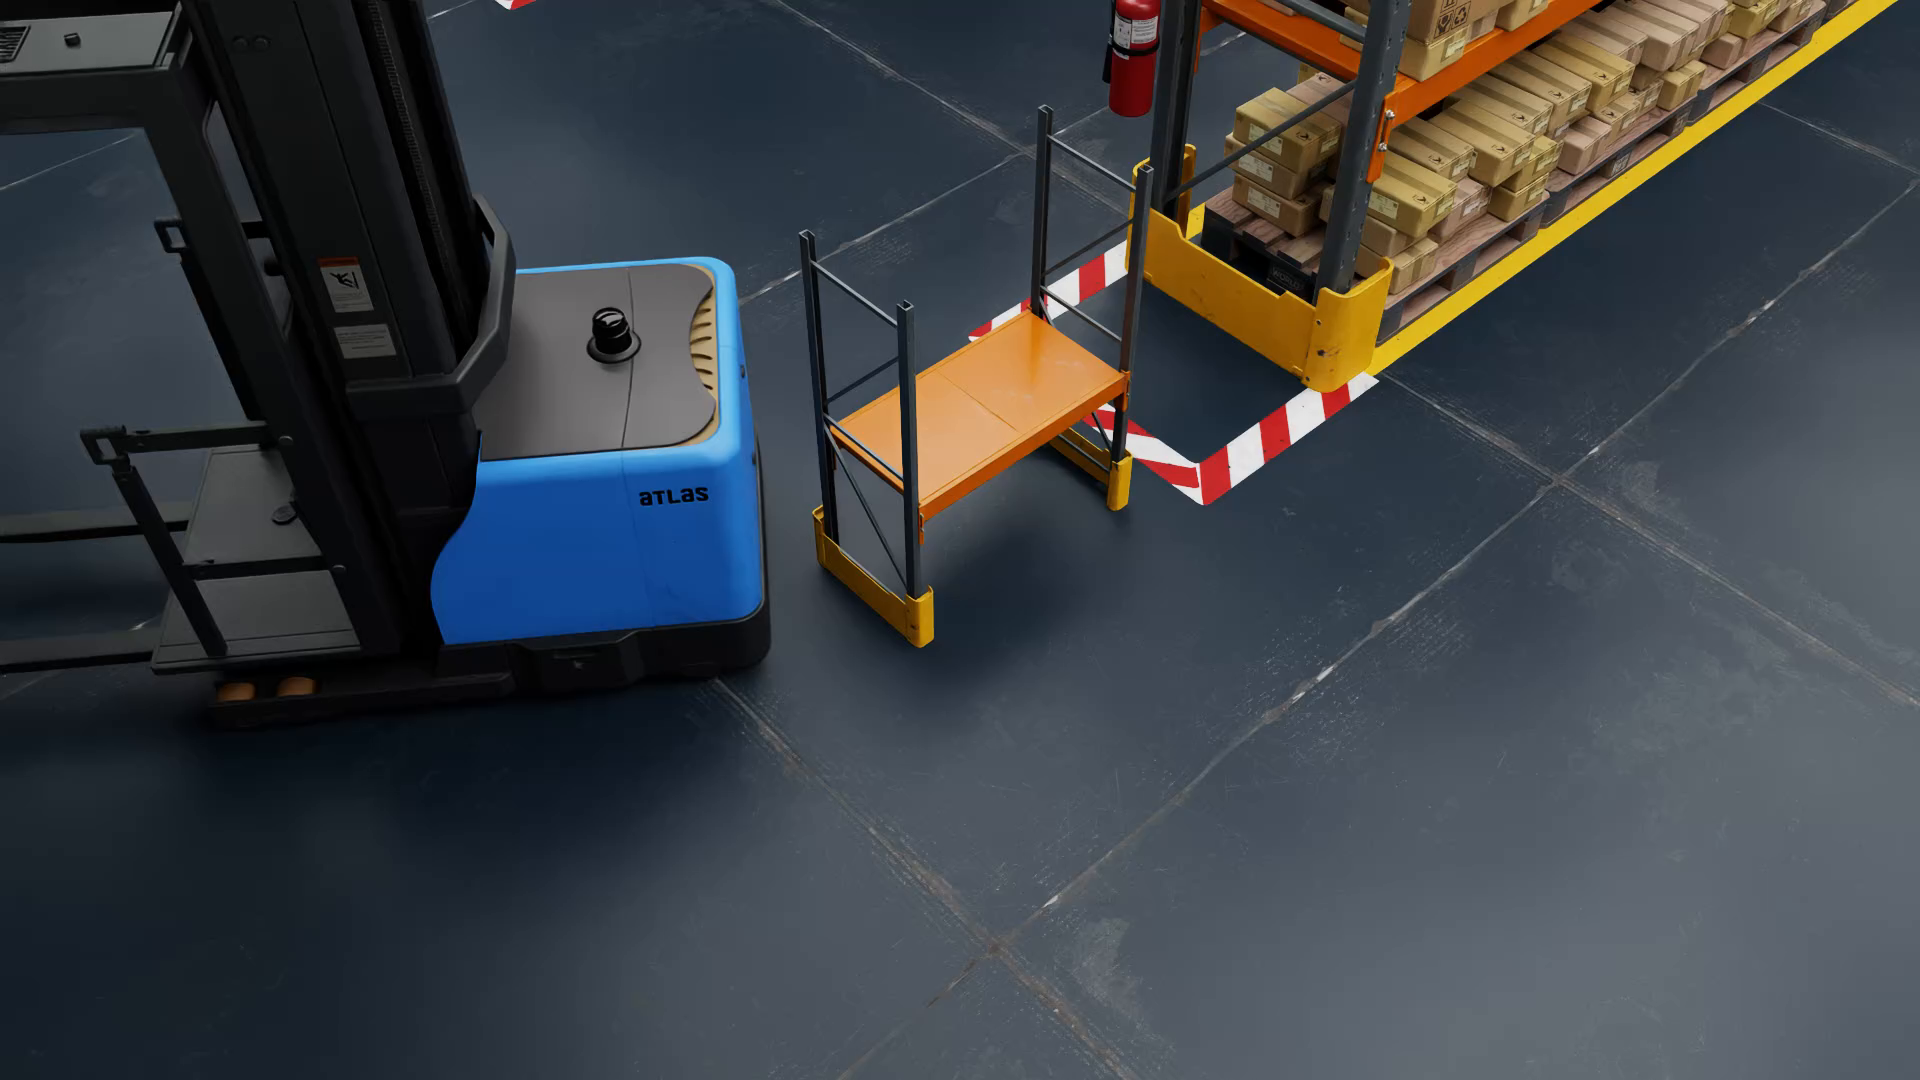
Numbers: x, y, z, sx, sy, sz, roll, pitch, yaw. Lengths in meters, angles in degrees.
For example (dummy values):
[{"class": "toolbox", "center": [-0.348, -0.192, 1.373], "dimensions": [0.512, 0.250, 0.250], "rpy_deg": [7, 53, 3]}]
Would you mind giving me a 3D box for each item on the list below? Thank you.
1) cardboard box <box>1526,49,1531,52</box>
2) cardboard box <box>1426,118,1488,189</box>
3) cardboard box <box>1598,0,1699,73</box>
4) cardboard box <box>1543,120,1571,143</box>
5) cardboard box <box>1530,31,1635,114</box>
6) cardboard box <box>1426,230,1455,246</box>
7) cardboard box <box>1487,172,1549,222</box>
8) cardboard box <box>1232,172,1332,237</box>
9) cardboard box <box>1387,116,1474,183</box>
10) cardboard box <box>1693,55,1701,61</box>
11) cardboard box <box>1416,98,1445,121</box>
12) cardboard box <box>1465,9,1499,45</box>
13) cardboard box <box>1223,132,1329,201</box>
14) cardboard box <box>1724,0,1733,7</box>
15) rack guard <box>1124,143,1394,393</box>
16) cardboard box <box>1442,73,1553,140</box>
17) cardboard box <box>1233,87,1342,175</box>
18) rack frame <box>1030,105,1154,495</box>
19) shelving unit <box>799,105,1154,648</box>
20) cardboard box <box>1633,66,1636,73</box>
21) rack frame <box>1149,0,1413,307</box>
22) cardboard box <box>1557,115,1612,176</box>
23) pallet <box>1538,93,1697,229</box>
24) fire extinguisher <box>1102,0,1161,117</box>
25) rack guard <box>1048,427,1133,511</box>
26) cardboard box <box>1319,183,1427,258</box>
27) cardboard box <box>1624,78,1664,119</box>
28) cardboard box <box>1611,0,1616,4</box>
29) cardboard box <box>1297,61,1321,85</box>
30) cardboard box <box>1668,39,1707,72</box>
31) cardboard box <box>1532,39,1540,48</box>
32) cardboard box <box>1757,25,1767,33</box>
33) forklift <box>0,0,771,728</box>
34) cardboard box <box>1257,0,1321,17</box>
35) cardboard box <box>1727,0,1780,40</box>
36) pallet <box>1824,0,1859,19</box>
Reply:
[{"class": "cardboard box", "center": [2.565, -2.276, 7.963], "dimensions": [0.250, 0.149, 0.380], "rpy_deg": [-32, 55, -26]}, {"class": "cardboard box", "center": [2.089, -1.633, 7.167], "dimensions": [0.250, 0.149, 0.380], "rpy_deg": [-33, 55, -27]}, {"class": "cardboard box", "center": [3.122, -2.316, 7.595], "dimensions": [0.250, 0.149, 0.380], "rpy_deg": [-36, 57, -28]}, {"class": "cardboard box", "center": [2.484, -1.884, 7.399], "dimensions": [0.380, 0.149, 0.250], "rpy_deg": [36, 57, 29]}, {"class": "cardboard box", "center": [2.743, -2.076, 7.374], "dimensions": [0.250, 0.149, 0.380], "rpy_deg": [-33, 55, -27]}, {"class": "cardboard box", "center": [1.908, -1.398, 7.153], "dimensions": [0.250, 0.149, 0.380], "rpy_deg": [-34, 56, -27]}, {"class": "cardboard box", "center": [2.350, -1.591, 7.331], "dimensions": [0.250, 0.149, 0.380], "rpy_deg": [-33, 55, -27]}, {"class": "cardboard box", "center": [1.415, -1.512, 7.259], "dimensions": [0.250, 0.149, 0.380], "rpy_deg": [-33, 55, -27]}, {"class": "cardboard box", "center": [1.906, -1.617, 6.950], "dimensions": [0.250, 0.149, 0.380], "rpy_deg": [-33, 55, -27]}, {"class": "cardboard box", "center": [3.388, -2.424, 8.100], "dimensions": [0.250, 0.149, 0.380], "rpy_deg": [-35, 56, -28]}, {"class": "cardboard box", "center": [2.016, -1.991, 7.497], "dimensions": [0.250, 0.149, 0.380], "rpy_deg": [-34, 56, -28]}, {"class": "cardboard box", "center": [1.787, -2.008, 6.233], "dimensions": [0.250, 0.149, 0.380], "rpy_deg": [-32, 55, -26]}, {"class": "cardboard box", "center": [1.365, -1.656, 7.188], "dimensions": [0.250, 0.149, 0.380], "rpy_deg": [-35, 56, -28]}, {"class": "cardboard box", "center": [3.451, -2.640, 7.894], "dimensions": [0.250, 0.149, 0.380], "rpy_deg": [-32, 55, -26]}, {"class": "rack guard", "center": [1.223, -1.153, 6.974], "dimensions": [0.348, 0.500, 1.175], "rpy_deg": [-34, 56, -27]}, {"class": "cardboard box", "center": [2.306, -1.839, 7.155], "dimensions": [0.380, 0.149, 0.250], "rpy_deg": [36, 57, 29]}, {"class": "cardboard box", "center": [1.387, -1.740, 7.064], "dimensions": [0.250, 0.149, 0.380], "rpy_deg": [-33, 55, -27]}, {"class": "rack frame", "center": [0.439, -0.802, 5.970], "dimensions": [0.032, 1.500, 0.500], "rpy_deg": [-34, 56, -27]}, {"class": "shelving unit", "center": [0.056, -0.546, 5.734], "dimensions": [1.083, 1.500, 0.587], "rpy_deg": [-34, 56, -27]}, {"class": "cardboard box", "center": [2.863, -2.168, 7.661], "dimensions": [0.250, 0.149, 0.380], "rpy_deg": [-31, 55, -26]}, {"class": "rack frame", "center": [1.166, -1.963, 6.020], "dimensions": [0.127, 3.000, 1.000], "rpy_deg": [-34, 56, -27]}, {"class": "cardboard box", "center": [2.717, -1.845, 7.565], "dimensions": [0.380, 0.149, 0.250], "rpy_deg": [36, 57, 29]}, {"class": "pallet", "center": [2.750, -2.038, 7.986], "dimensions": [1.213, 0.211, 1.003], "rpy_deg": [-34, 56, -27]}, {"class": "fire extinguisher", "center": [0.669, -1.937, 6.302], "dimensions": [0.183, 0.674, 0.296], "rpy_deg": [-34, 56, -27]}, {"class": "rack guard", "center": [0.425, -0.369, 6.420], "dimensions": [0.087, 0.250, 0.587], "rpy_deg": [-34, 56, -27]}, {"class": "cardboard box", "center": [1.727, -1.359, 6.915], "dimensions": [0.250, 0.149, 0.380], "rpy_deg": [-32, 55, -26]}, {"class": "cardboard box", "center": [3.061, -2.133, 7.831], "dimensions": [0.250, 0.149, 0.380], "rpy_deg": [-33, 55, -27]}, {"class": "cardboard box", "center": [3.158, -2.766, 8.213], "dimensions": [0.380, 0.149, 0.250], "rpy_deg": [36, 57, 29]}, {"class": "cardboard box", "center": [1.718, -2.030, 7.331], "dimensions": [0.250, 0.149, 0.380], "rpy_deg": [-35, 56, -28]}, {"class": "cardboard box", "center": [3.301, -2.399, 7.874], "dimensions": [0.250, 0.149, 0.380], "rpy_deg": [-32, 55, -26]}, {"class": "cardboard box", "center": [2.709, -2.553, 8.016], "dimensions": [0.250, 0.149, 0.380], "rpy_deg": [-34, 56, -27]}, {"class": "cardboard box", "center": [3.816, -2.654, 8.312], "dimensions": [0.250, 0.149, 0.380], "rpy_deg": [-32, 55, -26]}, {"class": "forklift", "center": [-2.215, -0.769, 4.966], "dimensions": [3.031, 2.935, 1.130], "rpy_deg": [-5, 47, -5]}, {"class": "cardboard box", "center": [1.217, -2.193, 6.403], "dimensions": [0.250, 0.149, 0.380], "rpy_deg": [-34, 56, -27]}, {"class": "cardboard box", "center": [3.728, -2.606, 8.065], "dimensions": [0.250, 0.149, 0.380], "rpy_deg": [-36, 57, -28]}, {"class": "pallet", "center": [4.701, -3.381, 9.226], "dimensions": [1.213, 0.211, 1.003], "rpy_deg": [-34, 56, -27]}]
